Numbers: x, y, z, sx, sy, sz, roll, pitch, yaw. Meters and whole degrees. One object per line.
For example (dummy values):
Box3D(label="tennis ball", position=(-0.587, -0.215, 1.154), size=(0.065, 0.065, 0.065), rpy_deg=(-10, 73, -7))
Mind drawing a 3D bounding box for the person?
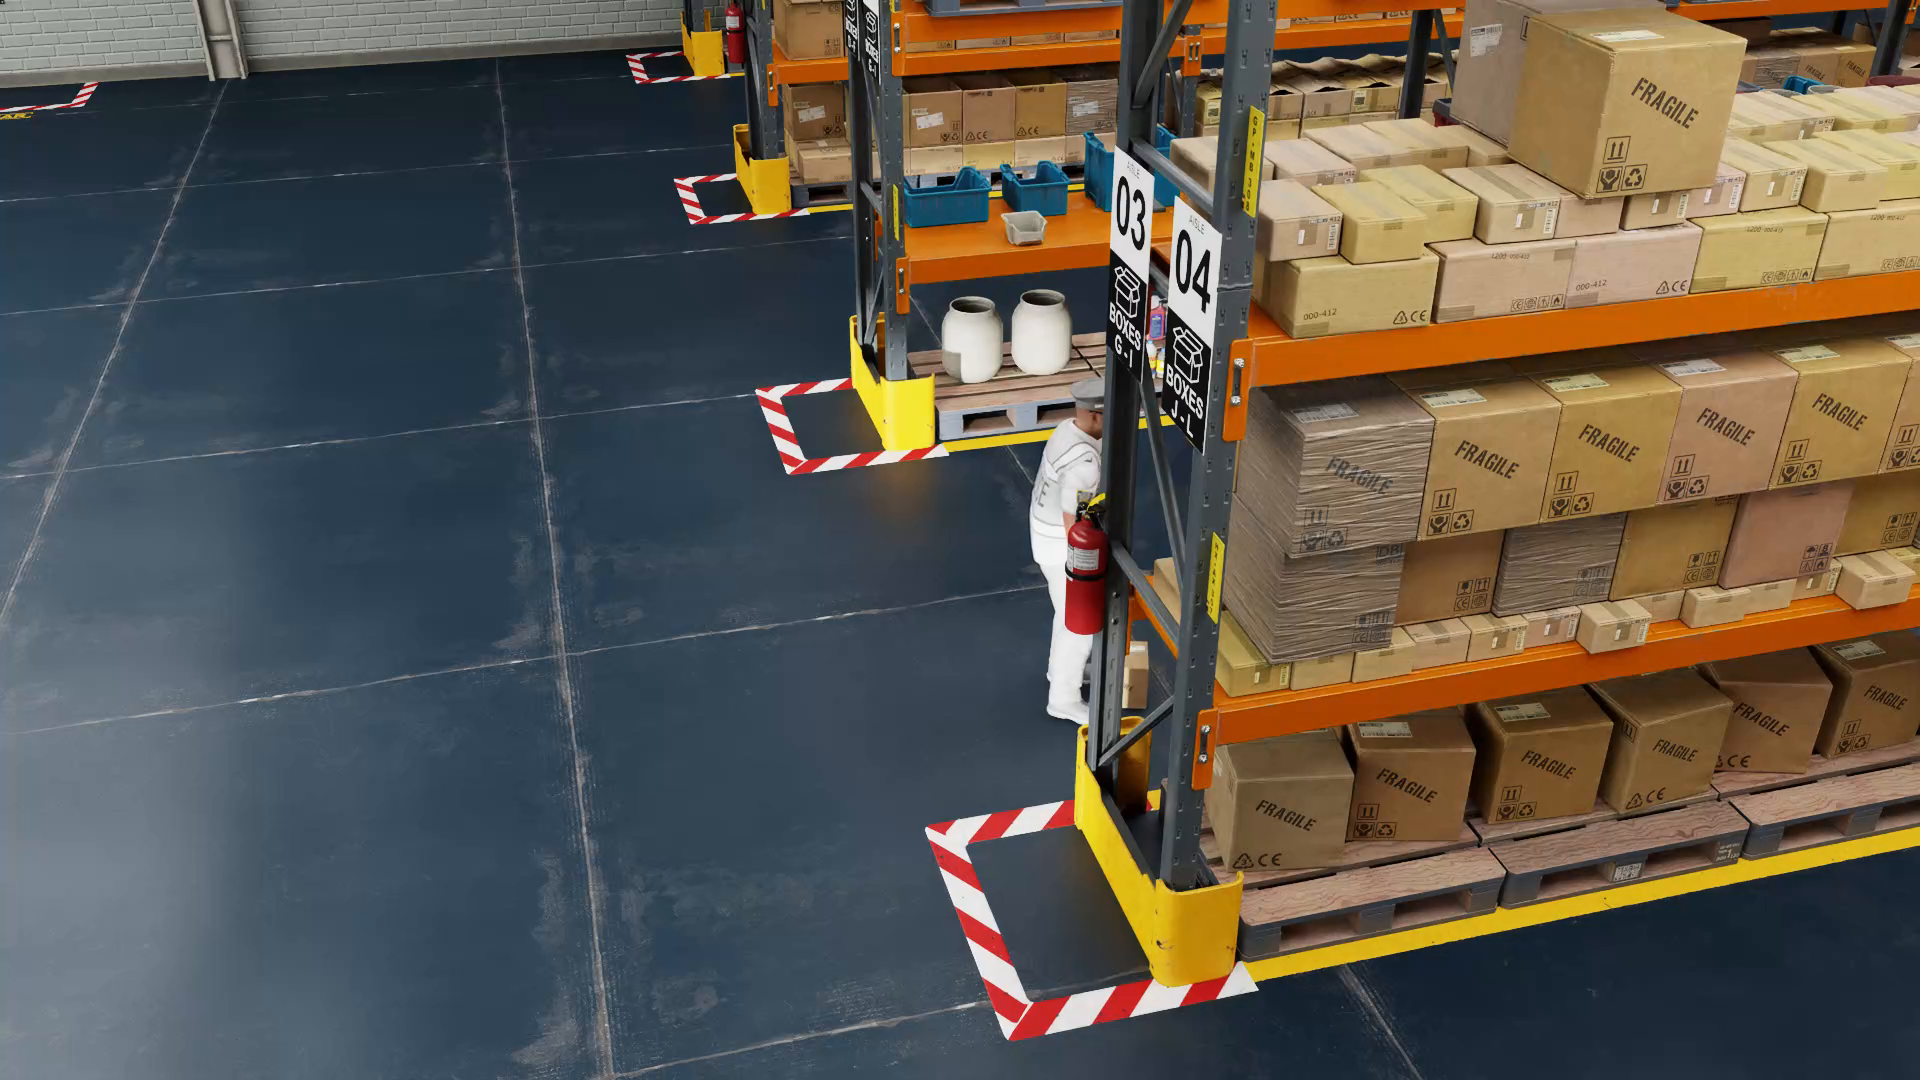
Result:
Box3D(label="person", position=(0.563, 0.030, 8.178), size=(0.437, 1.751, 0.606), rpy_deg=(0, 30, 1))
